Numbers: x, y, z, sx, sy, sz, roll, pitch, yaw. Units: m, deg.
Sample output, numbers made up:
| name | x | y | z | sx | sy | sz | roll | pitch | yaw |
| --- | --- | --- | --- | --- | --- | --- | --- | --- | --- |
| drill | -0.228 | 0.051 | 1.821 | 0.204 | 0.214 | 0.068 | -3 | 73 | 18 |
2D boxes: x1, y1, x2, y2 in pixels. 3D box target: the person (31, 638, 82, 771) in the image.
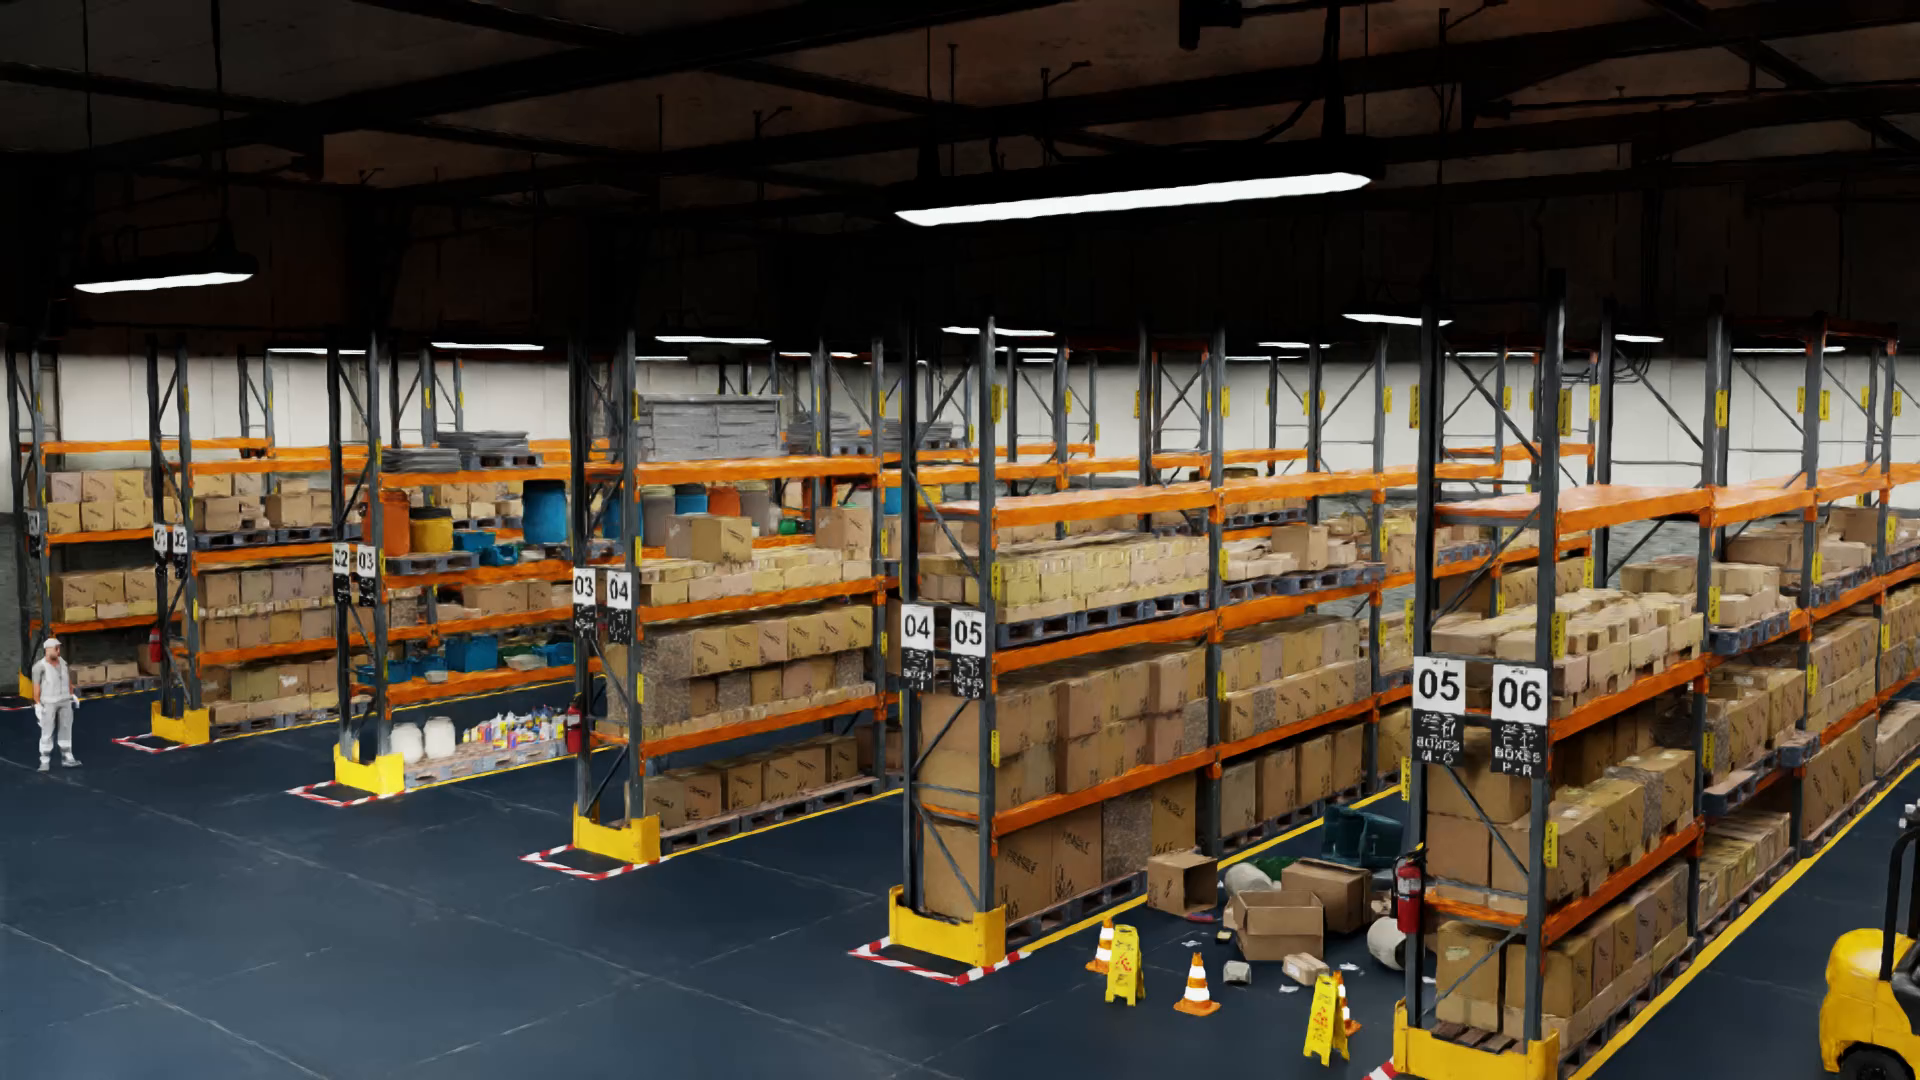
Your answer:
| name | x | y | z | sx | sy | sz | roll | pitch | yaw |
| --- | --- | --- | --- | --- | --- | --- | --- | --- | --- |
| person | -12.327 | 2.188 | 22.663 | 0.344 | 1.723 | 0.652 | 2 | 6 | 25 |

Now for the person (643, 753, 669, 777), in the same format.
| name | x | y | z | sx | sy | sz | roll | pitch | yaw |
| --- | --- | --- | --- | --- | --- | --- | --- | --- | --- |
| person | -3.897 | 2.359 | 21.260 | 0.673 | 1.763 | 0.580 | -2 | 6 | -23 |
